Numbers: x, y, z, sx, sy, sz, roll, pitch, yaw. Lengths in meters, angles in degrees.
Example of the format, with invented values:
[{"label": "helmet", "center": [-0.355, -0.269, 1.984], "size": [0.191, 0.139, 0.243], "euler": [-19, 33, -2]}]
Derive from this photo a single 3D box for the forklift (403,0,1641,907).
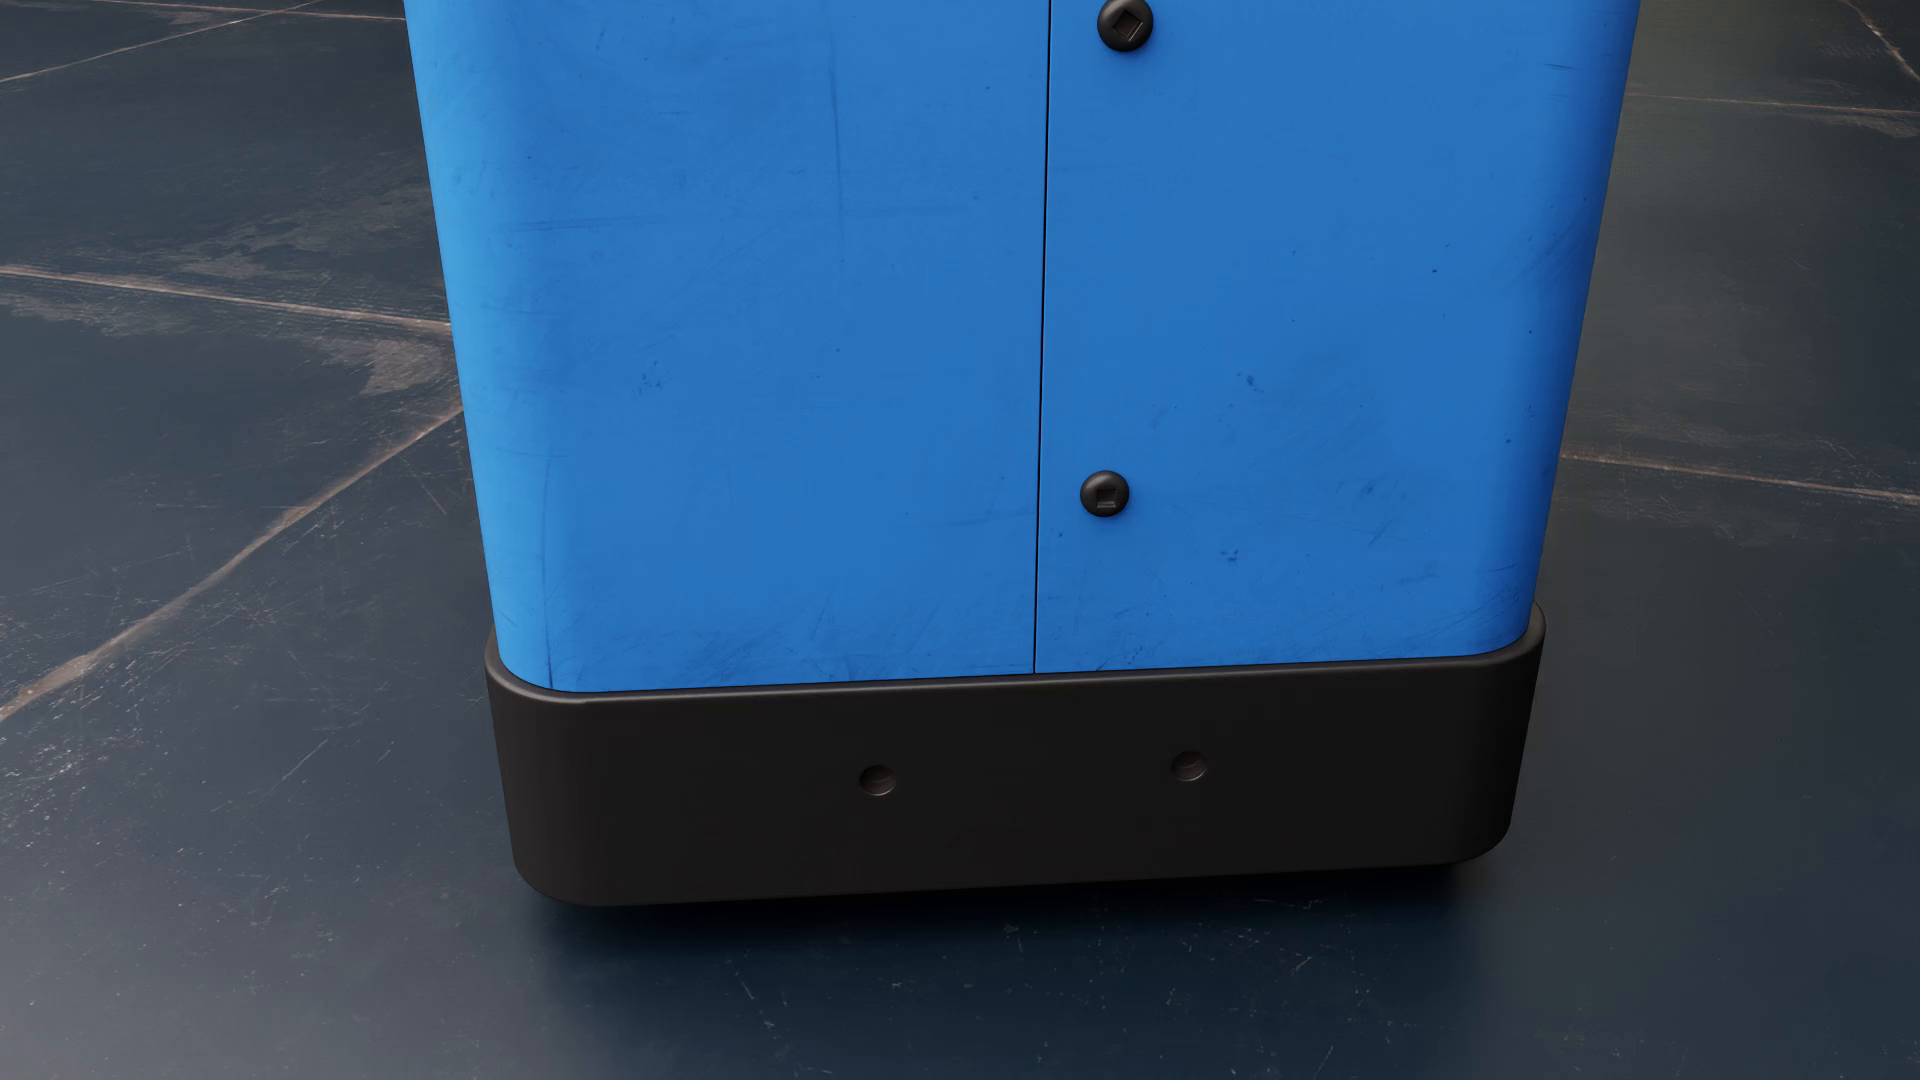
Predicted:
[{"label": "forklift", "center": [-0.048, -1.581, 2.374], "size": [1.130, 2.935, 3.031], "euler": [-2, 27, -4]}]
